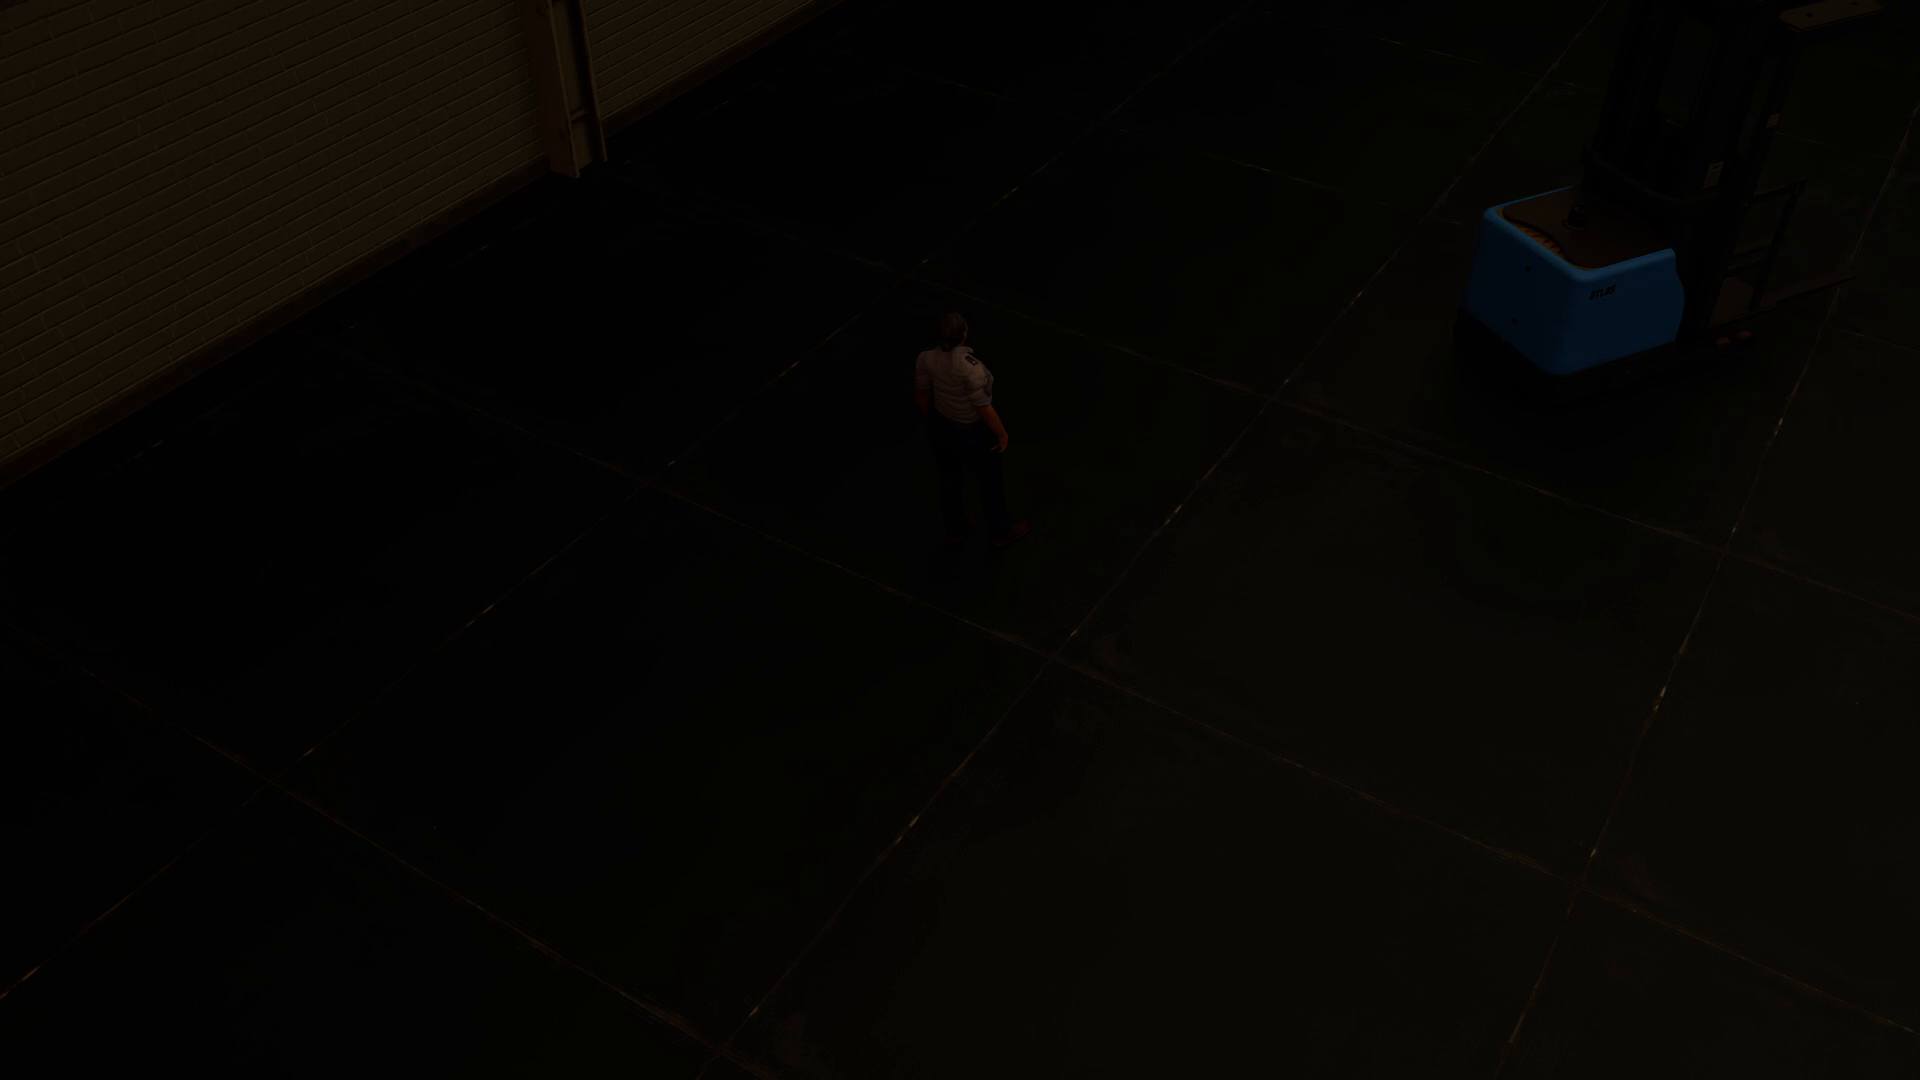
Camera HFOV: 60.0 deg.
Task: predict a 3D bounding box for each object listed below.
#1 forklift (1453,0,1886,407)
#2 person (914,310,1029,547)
[{"bbox_3d":[5.070,-2.668,11.116,3.031,2.935,1.130,-17,43,-19],"label":"forklift"},{"bbox_3d":[0.068,-0.675,9.746,0.598,1.651,0.502,22,45,24],"label":"person"}]
